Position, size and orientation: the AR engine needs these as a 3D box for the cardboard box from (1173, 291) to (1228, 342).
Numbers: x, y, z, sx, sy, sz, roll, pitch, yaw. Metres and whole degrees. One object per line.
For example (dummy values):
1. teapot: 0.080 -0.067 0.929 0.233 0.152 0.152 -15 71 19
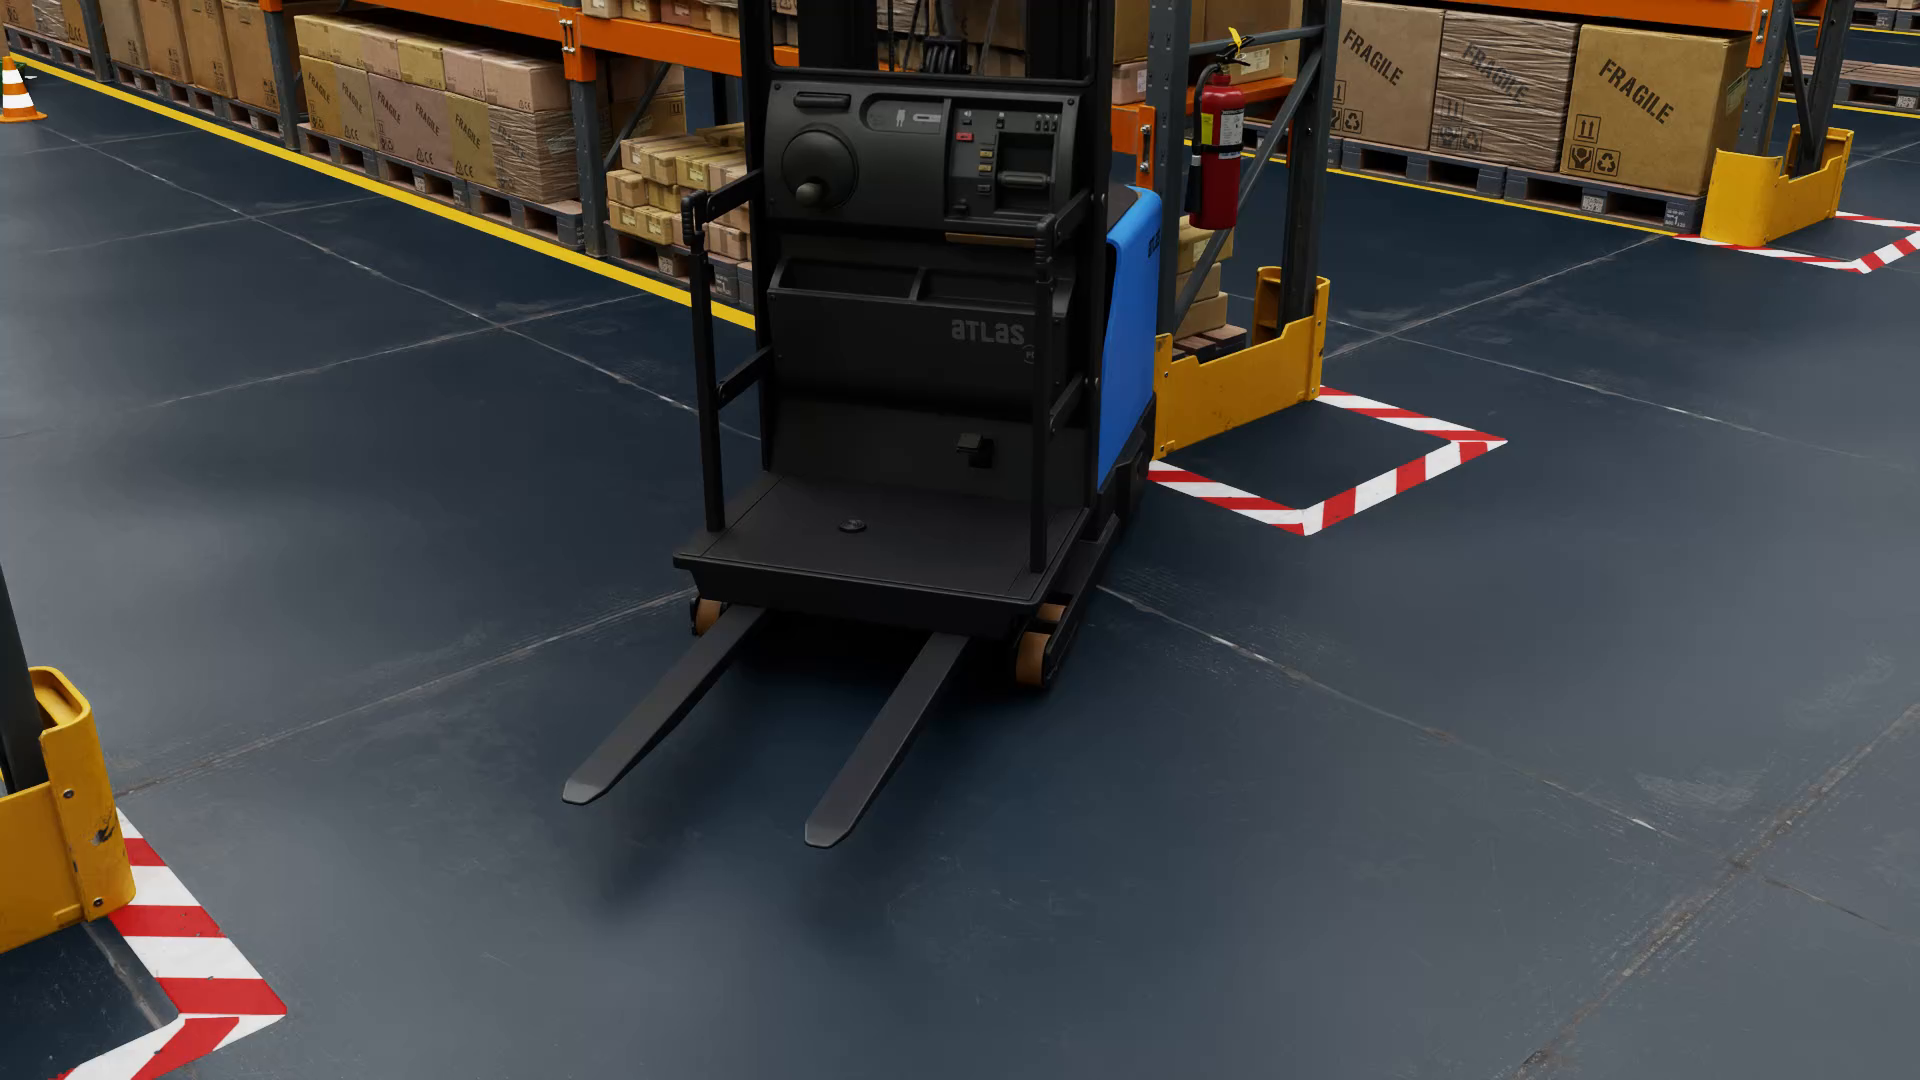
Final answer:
1. cardboard box: 0.946 -0.993 7.241 0.380 0.149 0.250 -20 32 -37

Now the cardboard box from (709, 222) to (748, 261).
1. cardboard box: -1.049 -1.550 8.462 0.380 0.149 0.250 -22 33 -39

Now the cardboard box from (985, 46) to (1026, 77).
1. cardboard box: 0.316 -1.911 6.628 0.380 0.149 0.250 -22 32 -39

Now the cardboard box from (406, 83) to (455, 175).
1. cardboard box: -3.051 -2.580 10.297 0.500 0.500 0.500 -22 33 -40

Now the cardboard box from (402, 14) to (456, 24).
1. cardboard box: -3.385 -3.385 11.159 0.500 0.250 0.500 -21 32 -38

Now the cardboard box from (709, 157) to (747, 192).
1. cardboard box: -1.030 -1.827 8.354 0.380 0.149 0.250 -22 33 -40

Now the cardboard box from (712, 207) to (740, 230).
1. cardboard box: -1.035 -1.693 8.417 0.250 0.149 0.380 22 32 39

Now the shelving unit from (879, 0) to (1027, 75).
1. shelving unit: 0.015 -1.501 6.408 0.431 2.100 0.503 -19 18 -36

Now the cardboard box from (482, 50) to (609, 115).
1. cardboard box: -2.357 -2.610 9.460 0.500 0.250 0.500 -22 33 -40

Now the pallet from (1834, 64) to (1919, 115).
1. pallet: 7.840 -3.623 13.438 1.003 0.211 1.213 -21 32 -38

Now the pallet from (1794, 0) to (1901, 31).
1. pallet: 9.729 -5.770 18.143 1.003 0.211 1.213 -21 32 -38

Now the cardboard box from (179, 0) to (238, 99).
1. cardboard box: -5.348 -3.915 12.921 1.050 0.750 0.750 -21 32 -38

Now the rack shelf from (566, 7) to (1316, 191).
1. rack shelf: -0.296 -2.128 7.667 1.077 0.370 4.000 -21 32 -38

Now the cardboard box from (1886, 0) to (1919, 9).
1. cardboard box: 9.988 -5.710 17.536 0.380 0.166 0.250 -21 32 -38

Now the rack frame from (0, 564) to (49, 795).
1. rack frame: -2.474 -0.415 3.045 1.000 3.000 0.127 -21 32 -38

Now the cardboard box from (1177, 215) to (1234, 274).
1. cardboard box: 0.960 -1.269 7.130 0.250 0.149 0.380 22 32 39

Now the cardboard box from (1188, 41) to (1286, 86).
1. cardboard box: 1.088 -1.926 6.661 0.380 0.149 0.250 -22 32 -39

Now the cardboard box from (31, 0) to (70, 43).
1. cardboard box: -8.129 -5.192 15.571 0.875 0.875 0.875 -21 32 -38

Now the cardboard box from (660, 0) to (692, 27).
1. cardboard box: -1.257 -2.645 8.237 0.250 0.149 0.380 22 33 39

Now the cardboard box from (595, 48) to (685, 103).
1. cardboard box: -1.976 -2.755 9.777 0.500 0.250 0.500 22 33 39

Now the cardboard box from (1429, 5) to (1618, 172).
1. cardboard box: 3.642 -2.897 10.541 0.875 0.875 0.875 -21 32 -38

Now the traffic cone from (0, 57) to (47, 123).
1. traffic cone: -7.317 -3.496 12.856 0.336 0.463 0.334 -21 32 -38

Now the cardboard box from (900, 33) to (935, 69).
1. cardboard box: -0.034 -2.070 6.977 0.250 0.149 0.380 22 33 39

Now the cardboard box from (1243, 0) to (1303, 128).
1. cardboard box: 2.419 -3.439 11.729 0.875 0.875 0.875 -21 32 -38

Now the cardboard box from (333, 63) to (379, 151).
1. cardboard box: -3.754 -2.889 10.974 0.500 0.500 0.500 -21 32 -38

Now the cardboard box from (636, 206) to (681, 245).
1. cardboard box: -1.467 -1.673 8.733 0.380 0.149 0.250 -20 31 -37

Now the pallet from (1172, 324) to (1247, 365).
1. pallet: 0.489 -0.860 7.381 1.003 0.211 1.213 -21 32 -38

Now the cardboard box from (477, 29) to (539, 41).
1. cardboard box: -2.687 -3.071 10.471 0.500 0.250 0.500 -20 31 -37

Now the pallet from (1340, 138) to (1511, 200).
1. pallet: 3.327 -2.547 11.078 1.003 0.211 1.213 -21 32 -38

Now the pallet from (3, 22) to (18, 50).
1. pallet: -9.262 -5.208 16.912 1.003 0.211 1.213 -21 32 -38

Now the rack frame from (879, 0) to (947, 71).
1. rack frame: -0.139 -1.527 6.596 0.400 2.100 0.015 -19 18 -36

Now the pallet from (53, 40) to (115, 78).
1. pallet: -7.594 -4.469 15.292 1.003 0.211 1.213 -21 32 -38

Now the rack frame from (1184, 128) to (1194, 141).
1. rack frame: 2.026 -4.438 11.864 1.000 3.000 0.127 -21 32 -38

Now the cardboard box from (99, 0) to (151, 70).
1. cardboard box: -6.641 -4.490 14.183 1.050 0.750 0.750 -21 32 -39

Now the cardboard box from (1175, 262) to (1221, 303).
1. cardboard box: 0.900 -1.110 7.140 0.380 0.149 0.250 -20 31 -36

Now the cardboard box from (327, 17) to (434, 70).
1. cardboard box: -3.756 -3.237 10.834 0.500 0.250 0.500 -22 32 -39

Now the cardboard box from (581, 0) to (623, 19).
1. cardboard box: -1.709 -2.768 8.507 0.380 0.149 0.250 -20 31 -37

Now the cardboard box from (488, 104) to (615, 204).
1. cardboard box: -2.353 -2.268 9.613 0.500 0.500 0.500 -22 32 -39

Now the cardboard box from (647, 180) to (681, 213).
1. cardboard box: -1.411 -1.839 8.737 0.380 0.149 0.250 -21 32 -38

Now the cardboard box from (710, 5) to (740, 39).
1. cardboard box: -0.951 -2.466 7.845 0.380 0.149 0.250 -21 32 -38

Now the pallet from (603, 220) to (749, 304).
1. pallet: -1.179 -1.599 9.001 1.003 0.211 1.213 -21 32 -38

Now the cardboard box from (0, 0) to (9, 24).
1. cardboard box: -9.354 -5.735 16.760 0.875 0.875 0.875 -21 32 -38

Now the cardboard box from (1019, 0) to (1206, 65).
1. cardboard box: 0.576 -2.093 6.246 0.500 0.500 0.500 -20 32 -37

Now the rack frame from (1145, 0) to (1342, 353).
1. rack frame: 1.071 -1.849 6.190 1.000 3.000 0.127 -21 32 -38

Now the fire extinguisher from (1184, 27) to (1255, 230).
1. fire extinguisher: 0.906 -1.437 5.829 0.296 0.674 0.183 -21 32 -38

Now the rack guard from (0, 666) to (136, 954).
1. rack guard: -2.457 0.730 3.548 1.175 0.500 0.348 -21 32 -38

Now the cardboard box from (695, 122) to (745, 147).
1. cardboard box: -1.230 -2.192 9.153 0.380 0.149 0.250 -20 31 -37

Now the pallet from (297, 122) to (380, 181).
1. pallet: -3.864 -2.767 11.562 1.003 0.211 1.213 -21 32 -38

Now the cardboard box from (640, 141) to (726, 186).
1. cardboard box: -1.434 -1.963 8.650 0.380 0.149 0.250 -19 31 -36

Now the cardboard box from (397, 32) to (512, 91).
1. cardboard box: -3.070 -2.926 10.152 0.500 0.250 0.500 22 33 39

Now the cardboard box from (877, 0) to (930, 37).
1. cardboard box: -0.126 -2.402 6.922 0.500 0.500 0.500 -21 32 -38

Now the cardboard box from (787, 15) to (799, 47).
1. cardboard box: -0.556 -2.315 7.513 0.380 0.149 0.250 -20 31 -37

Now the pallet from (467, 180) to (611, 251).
1. pallet: -2.197 -2.028 9.941 1.003 0.211 1.213 -21 32 -38

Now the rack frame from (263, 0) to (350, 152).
1. rack frame: -4.397 -4.273 11.503 1.000 3.000 0.127 -21 32 -38

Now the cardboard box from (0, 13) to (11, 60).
1. cardboard box: -8.941 -4.528 15.070 0.500 0.500 0.500 -15 29 -30

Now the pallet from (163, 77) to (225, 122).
1. pallet: -5.711 -3.634 13.462 1.003 0.211 1.213 -21 32 -38

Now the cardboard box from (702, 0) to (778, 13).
1. cardboard box: -0.847 -2.710 7.597 0.500 0.500 0.500 -22 33 -39

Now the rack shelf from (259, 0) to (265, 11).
1. rack shelf: -5.764 -4.552 12.980 1.077 0.370 4.000 -21 32 -38

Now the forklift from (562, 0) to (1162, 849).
1. forklift: -0.178 -1.086 4.599 1.130 2.935 3.031 7 25 15
